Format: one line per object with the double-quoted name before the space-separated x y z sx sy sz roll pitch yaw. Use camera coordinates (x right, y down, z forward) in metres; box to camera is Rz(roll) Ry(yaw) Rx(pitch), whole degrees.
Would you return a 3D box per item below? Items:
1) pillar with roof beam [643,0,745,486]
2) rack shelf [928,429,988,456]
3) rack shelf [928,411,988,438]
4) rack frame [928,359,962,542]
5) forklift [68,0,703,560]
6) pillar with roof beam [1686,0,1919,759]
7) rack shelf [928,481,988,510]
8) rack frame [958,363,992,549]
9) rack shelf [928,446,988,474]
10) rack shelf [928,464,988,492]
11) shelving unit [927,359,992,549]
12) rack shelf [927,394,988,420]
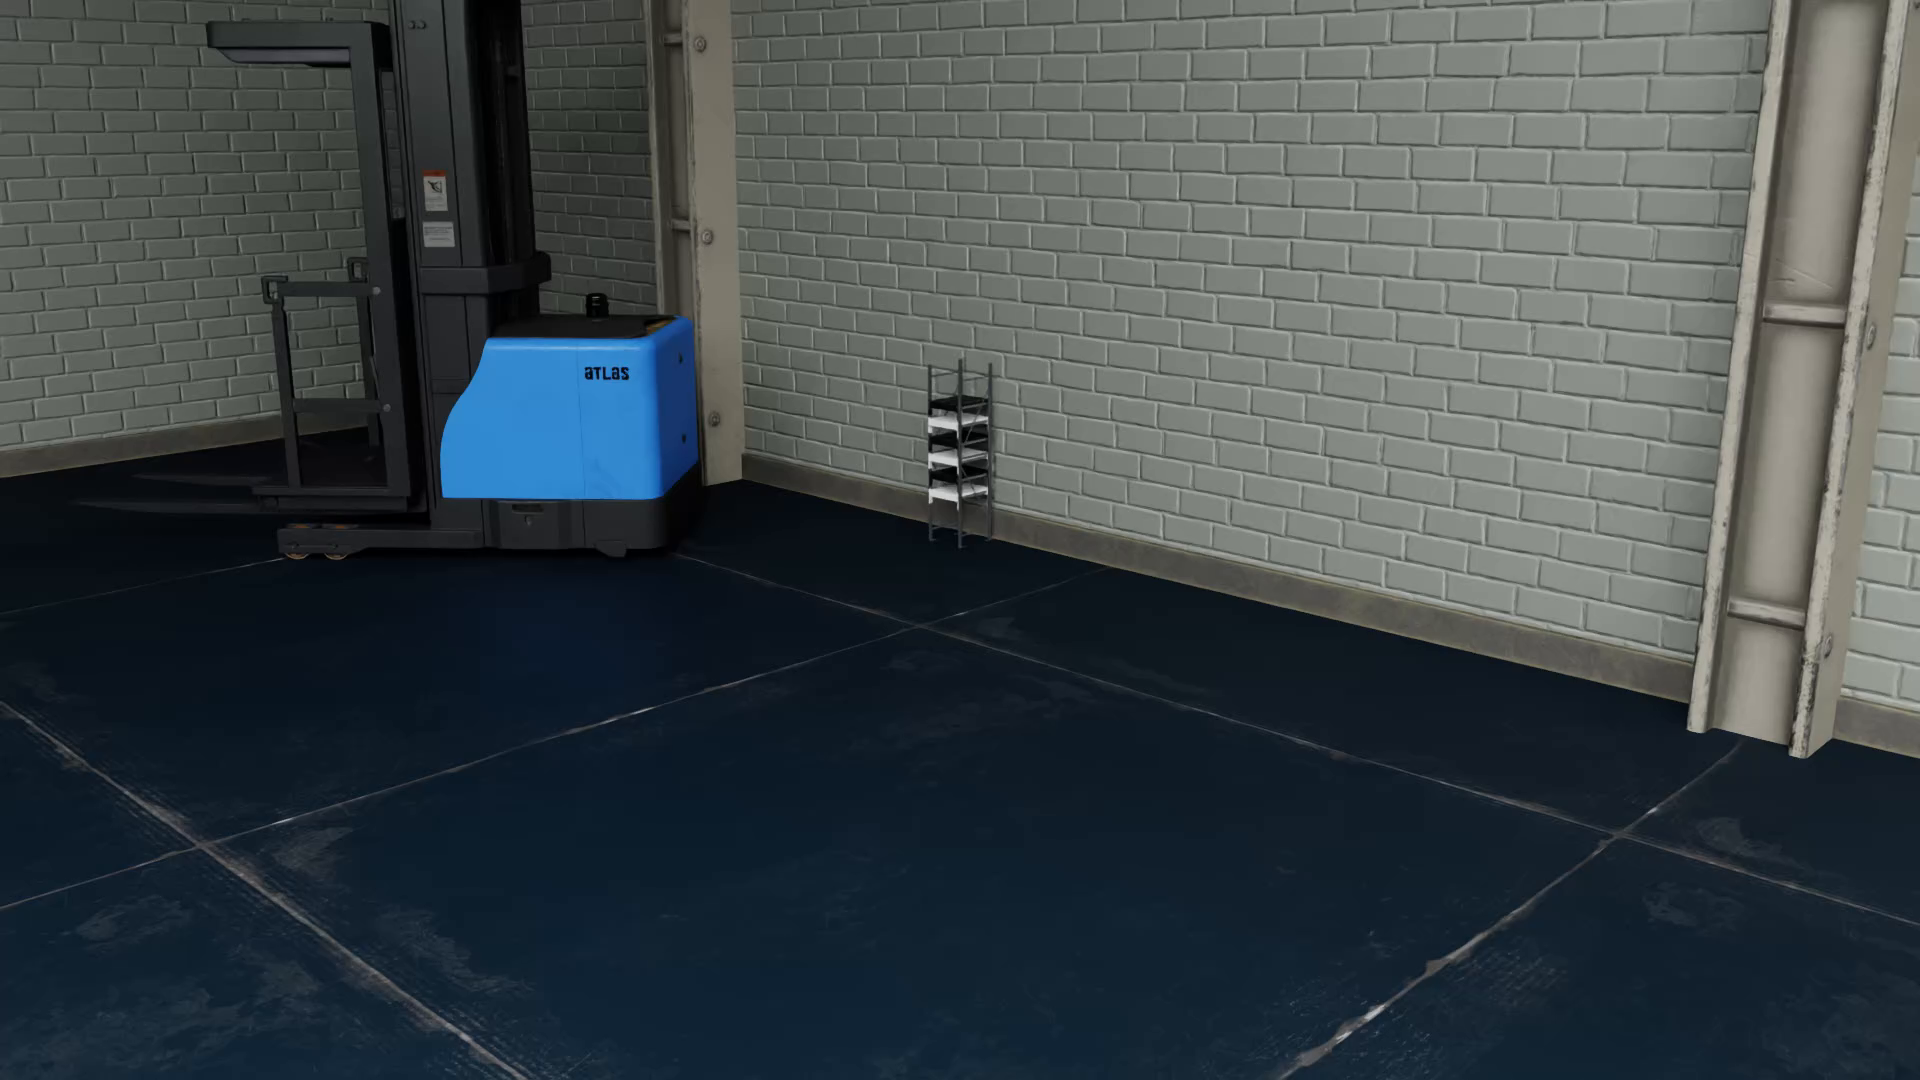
"pillar with roof beam" -4.498 -3.948 5.736 0.400 9.000 9.100 14 20 42
"rack shelf" 0.000 -0.487 8.291 0.200 0.077 0.258 13 20 42
"rack shelf" 0.000 -0.574 8.268 0.200 0.077 0.258 13 20 42
"rack frame" -0.074 -0.450 8.373 0.006 0.900 0.240 13 20 42
"forklift" -2.909 -1.454 8.199 3.031 2.935 1.130 1 15 3
"pillar with roof beam" -0.179 -2.898 1.706 0.400 9.000 9.100 14 20 42
"rack shelf" 0.001 -0.226 8.360 0.200 0.077 0.258 13 20 42
"rack frame" 0.074 -0.415 8.238 0.006 0.900 0.240 13 20 42
"rack shelf" 0.000 -0.400 8.314 0.200 0.077 0.258 13 20 42
"rack shelf" 0.001 -0.313 8.337 0.200 0.077 0.258 13 20 42
"shelving unit" 0.000 -0.432 8.305 0.210 0.900 0.258 13 20 42
"rack shelf" 0.000 -0.661 8.245 0.200 0.077 0.258 13 20 42
